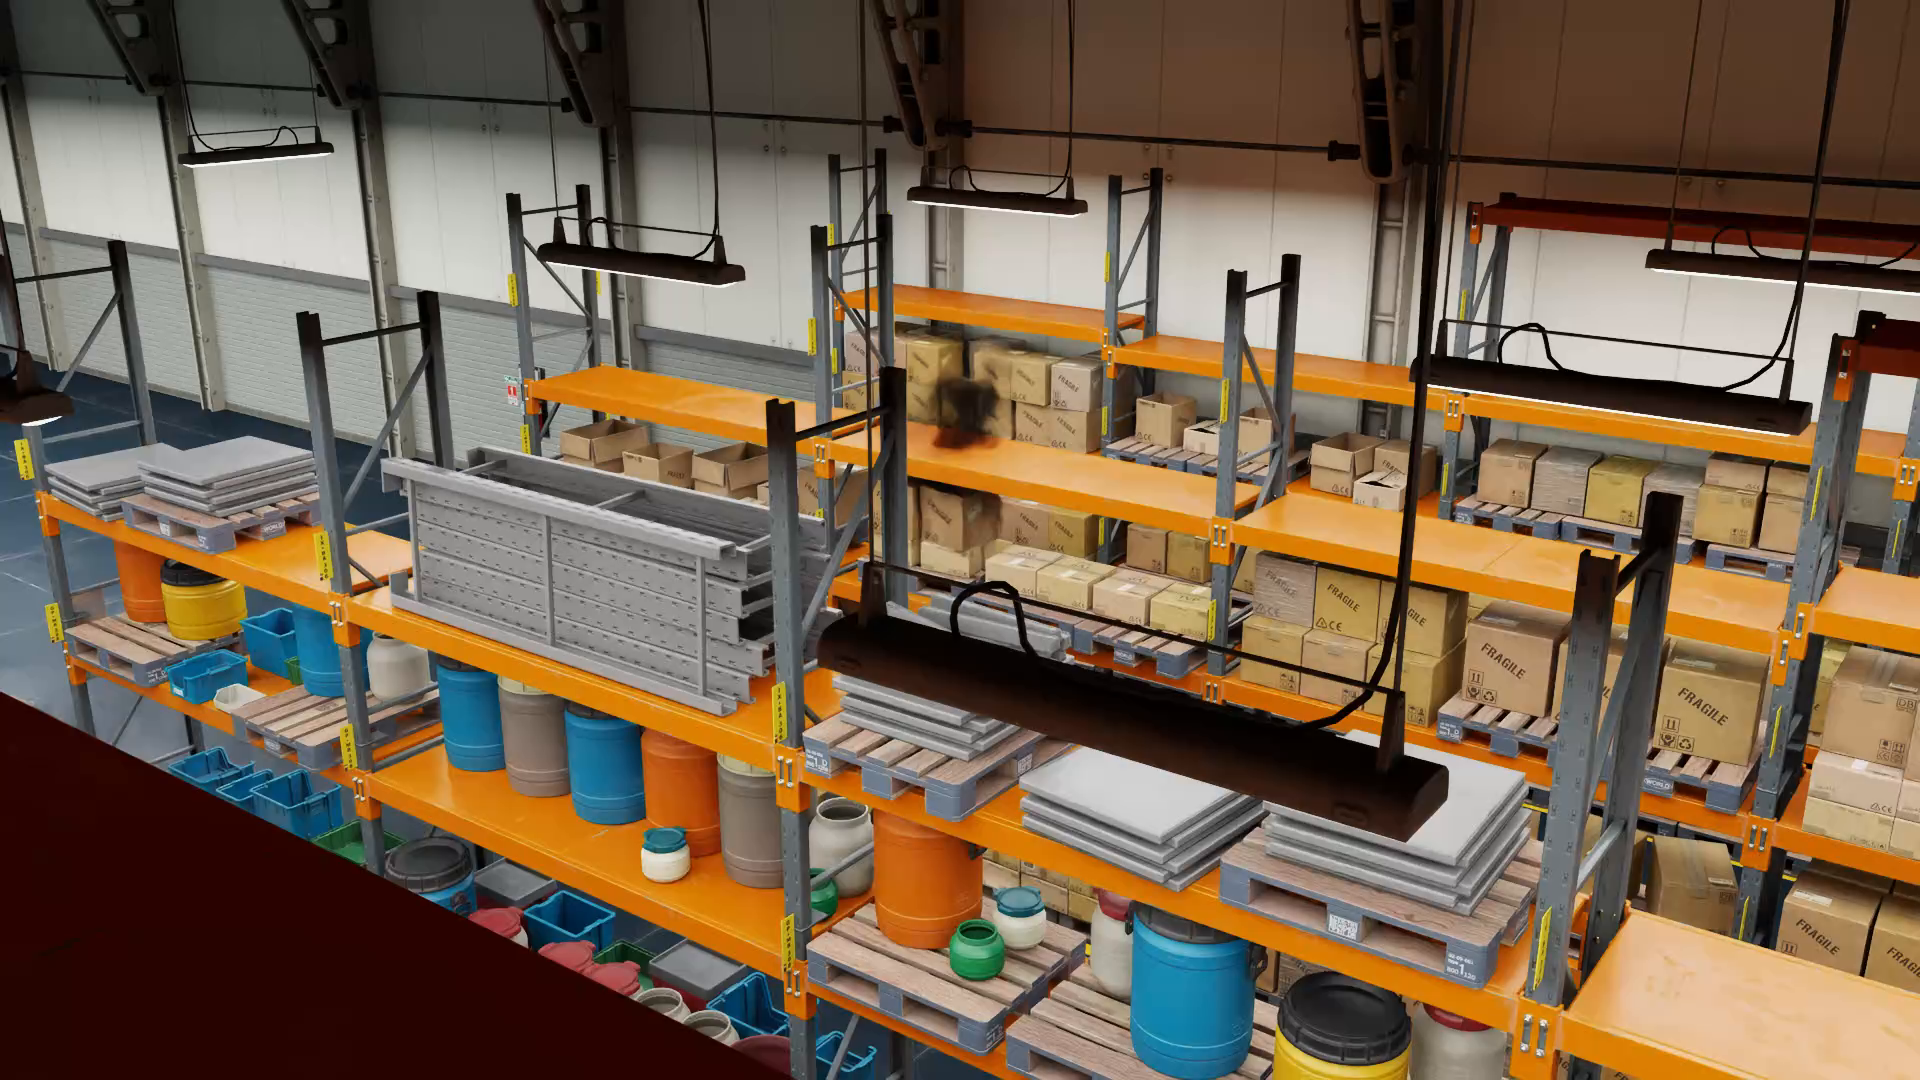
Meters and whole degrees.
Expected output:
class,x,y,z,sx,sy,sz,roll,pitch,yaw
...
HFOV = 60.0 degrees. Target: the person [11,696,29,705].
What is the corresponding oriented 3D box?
class,x,y,z,sx,sy,sz,roll,pitch,yaw
person,-8.704,2.314,15.519,0.752,1.847,0.679,-7,20,-20
